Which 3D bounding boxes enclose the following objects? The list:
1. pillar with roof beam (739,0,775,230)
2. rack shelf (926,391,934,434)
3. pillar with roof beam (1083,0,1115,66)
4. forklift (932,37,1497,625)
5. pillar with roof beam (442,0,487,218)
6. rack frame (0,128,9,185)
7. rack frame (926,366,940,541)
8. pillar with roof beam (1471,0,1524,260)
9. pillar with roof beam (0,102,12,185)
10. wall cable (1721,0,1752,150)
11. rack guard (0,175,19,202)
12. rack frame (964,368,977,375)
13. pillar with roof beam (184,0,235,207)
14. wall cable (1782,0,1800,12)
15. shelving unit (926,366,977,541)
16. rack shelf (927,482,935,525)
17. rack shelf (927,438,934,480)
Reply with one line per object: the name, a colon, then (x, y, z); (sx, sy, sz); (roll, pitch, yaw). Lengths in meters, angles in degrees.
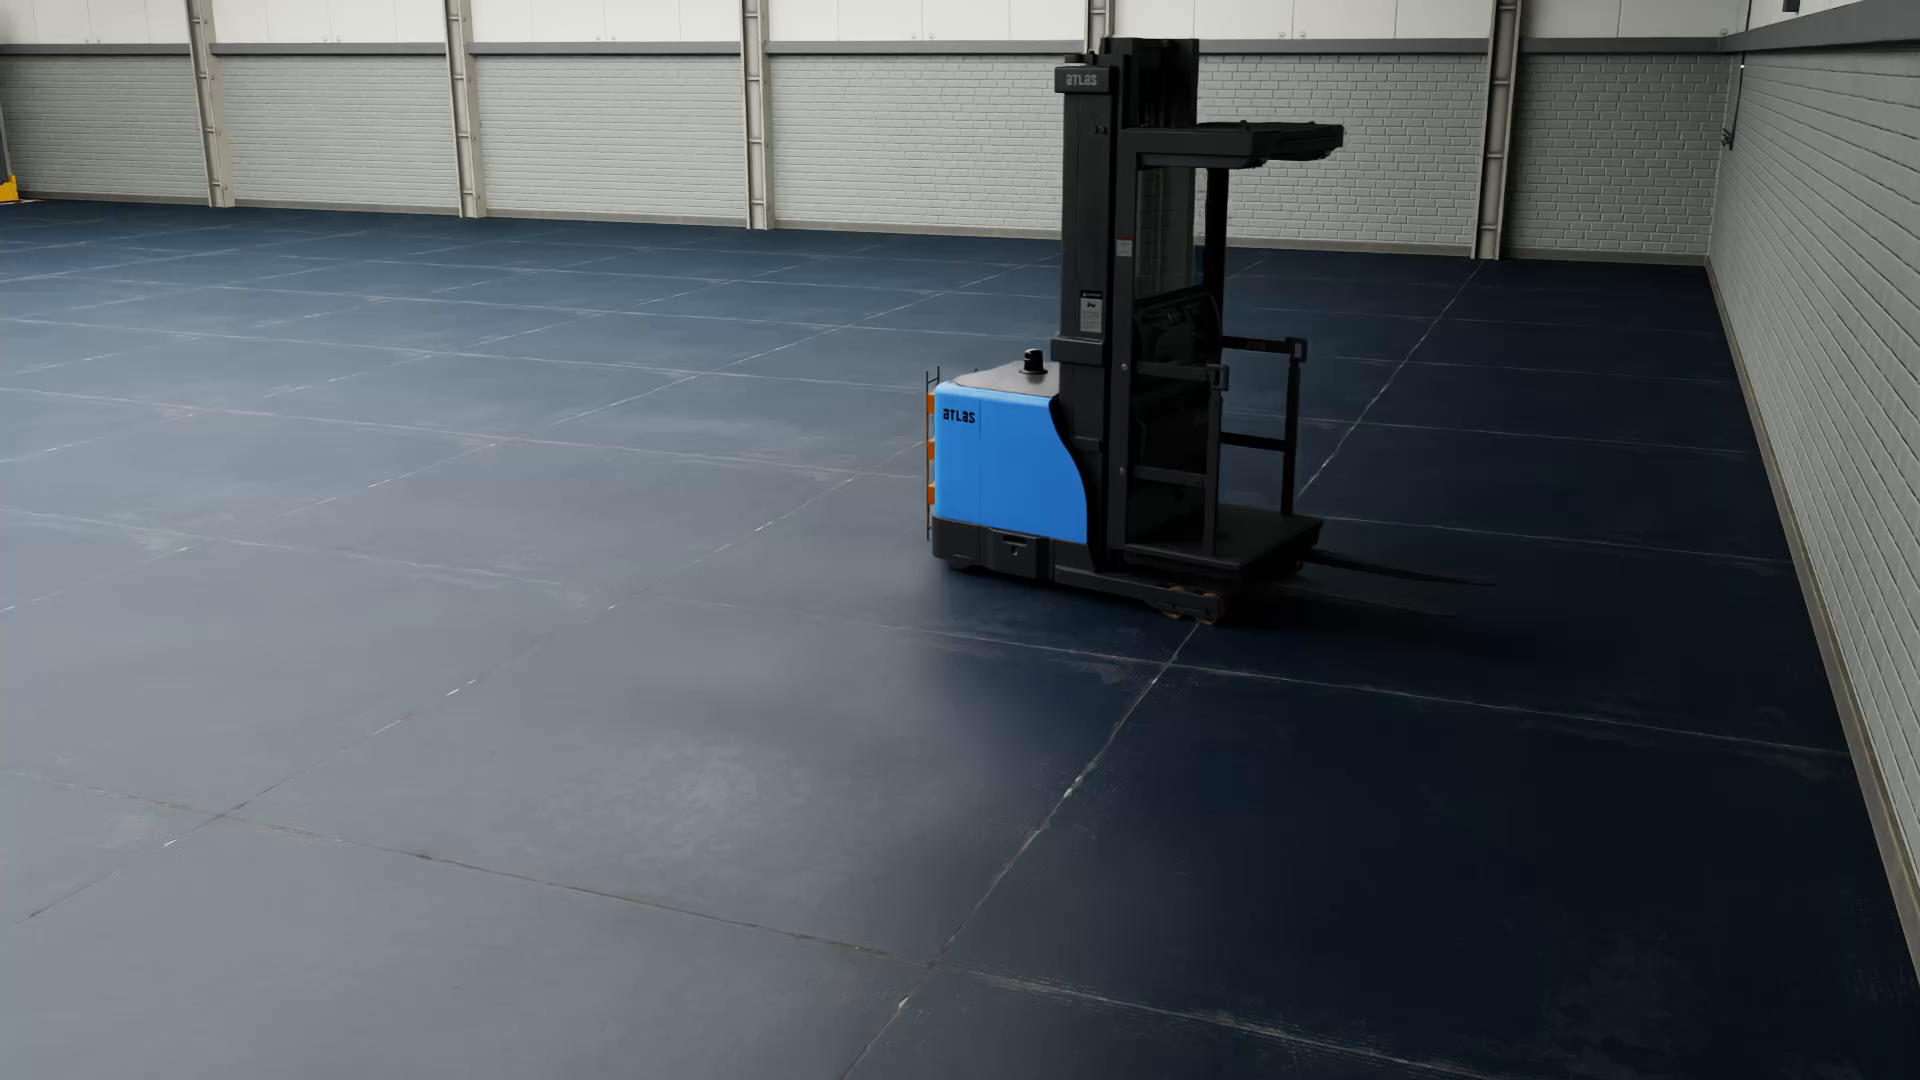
pillar with roof beam: (-5.010, -8.581, 23.589); (0.400, 9.000, 9.100); (6, 17, 21)
rack shelf: (-0.050, -0.772, 9.970); (0.240, 0.259, 0.215); (6, 17, 21)
pillar with roof beam: (0.572, -7.967, 21.475); (0.400, 9.000, 9.100); (6, 17, 21)
forklift: (1.345, -1.134, 8.824); (3.031, 2.935, 1.130); (11, 19, 33)
pillar with roof beam: (-10.591, -9.194, 25.704); (0.400, 9.000, 9.100); (6, 17, 21)
rack frame: (-19.858, -8.352, 33.564); (0.127, 3.000, 1.000); (6, 17, 21)
rack frame: (-0.163, -0.522, 10.089); (0.008, 1.050, 0.200); (6, 17, 21)
pillar with roof beam: (6.153, -7.353, 19.361); (0.400, 9.000, 9.100); (6, 17, 21)
pillar with roof beam: (-21.754, -10.422, 29.932); (0.400, 9.000, 9.100); (6, 17, 21)
wall cable: (9.988, -6.334, 21.420); (0.112, 2.526, 3.097); (6, 17, 21)
rack guard: (-19.835, -7.149, 33.904); (0.348, 0.500, 1.175); (6, 17, 21)
rack frame: (0.064, -0.497, 10.003); (0.008, 1.050, 0.200); (6, 17, 21)
pillar with roof beam: (-16.173, -9.808, 27.818); (0.400, 9.000, 9.100); (6, 17, 21)
wall cable: (6.490, -6.998, 12.038); (0.169, 6.003, 2.305); (6, 17, 21)
shelving unit: (-0.050, -0.510, 10.046); (0.252, 1.050, 0.215); (6, 17, 21)
rack shelf: (-0.050, -0.233, 10.127); (0.240, 0.259, 0.215); (6, 17, 21)
rack shelf: (-0.050, -0.499, 10.049); (0.240, 0.259, 0.215); (6, 17, 21)
